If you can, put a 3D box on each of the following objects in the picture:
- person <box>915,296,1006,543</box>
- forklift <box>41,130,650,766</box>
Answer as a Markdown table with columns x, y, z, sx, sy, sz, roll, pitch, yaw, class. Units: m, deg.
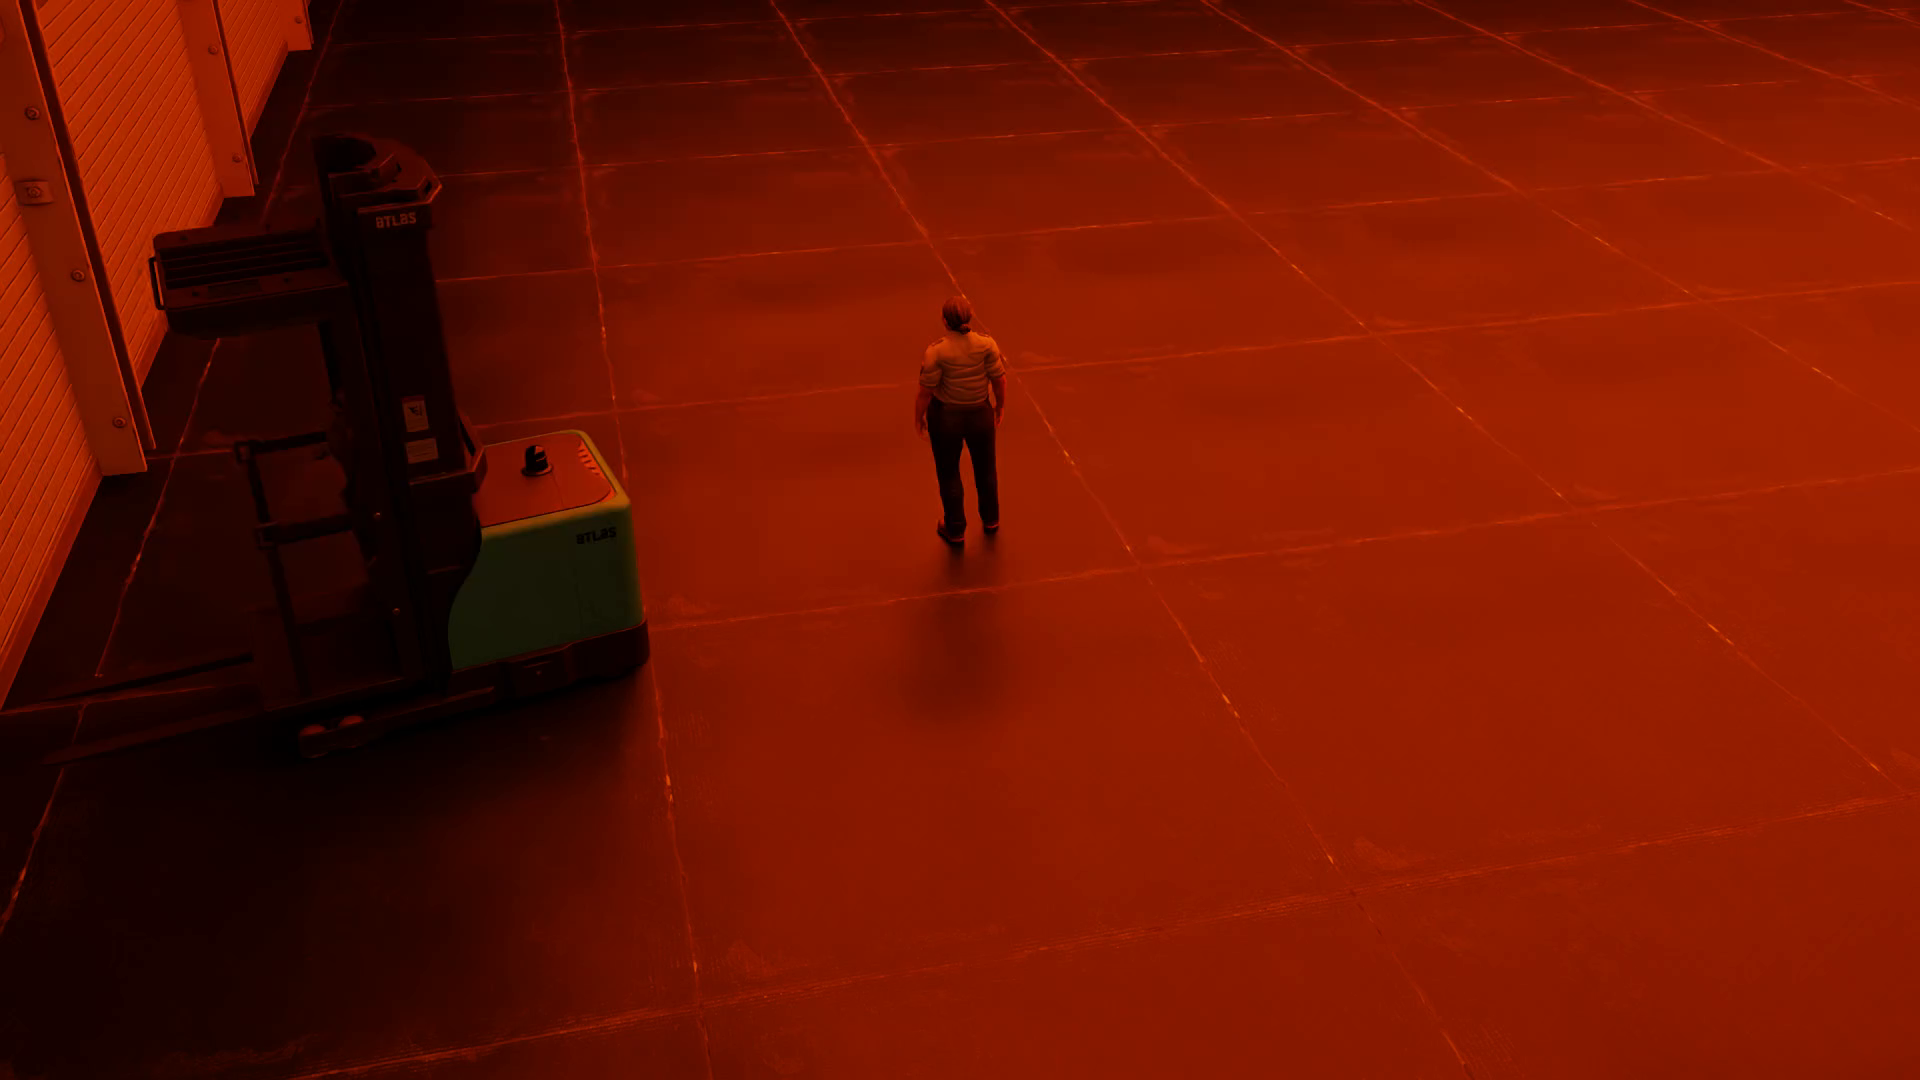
| x | y | z | sx | sy | sz | roll | pitch | yaw | class |
| --- | --- | --- | --- | --- | --- | --- | --- | --- | --- |
| 0.001 | -0.766 | 10.163 | 0.599 | 1.650 | 0.503 | -7 | 31 | -12 | person |
| -3.282 | -0.450 | 8.351 | 3.031 | 2.935 | 1.130 | -14 | 33 | -22 | forklift |
